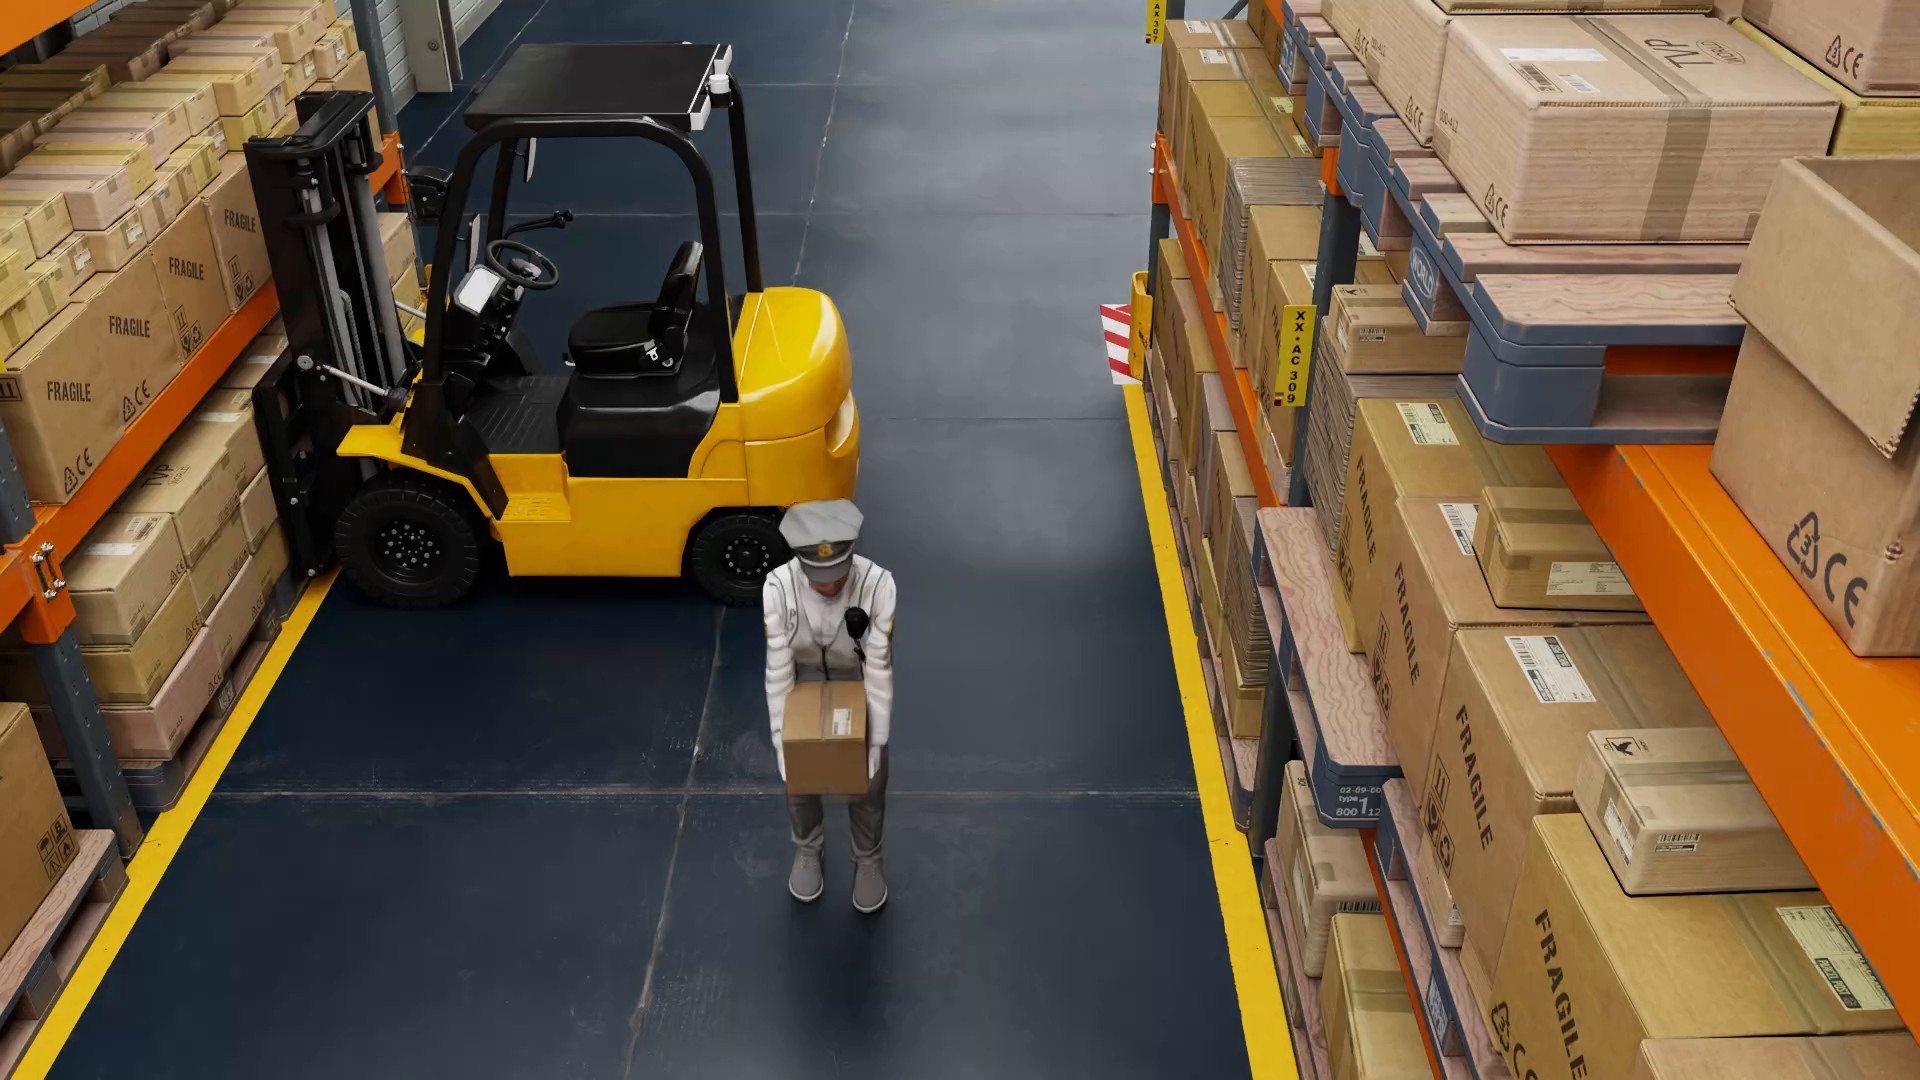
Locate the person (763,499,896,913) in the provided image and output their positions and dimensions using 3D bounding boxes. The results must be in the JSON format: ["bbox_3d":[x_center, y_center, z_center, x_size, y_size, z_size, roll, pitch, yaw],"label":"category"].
[{"bbox_3d":[-0.401,0.533,5.338,0.409,1.605,0.570,-1,32,-1],"label":"person"}]
